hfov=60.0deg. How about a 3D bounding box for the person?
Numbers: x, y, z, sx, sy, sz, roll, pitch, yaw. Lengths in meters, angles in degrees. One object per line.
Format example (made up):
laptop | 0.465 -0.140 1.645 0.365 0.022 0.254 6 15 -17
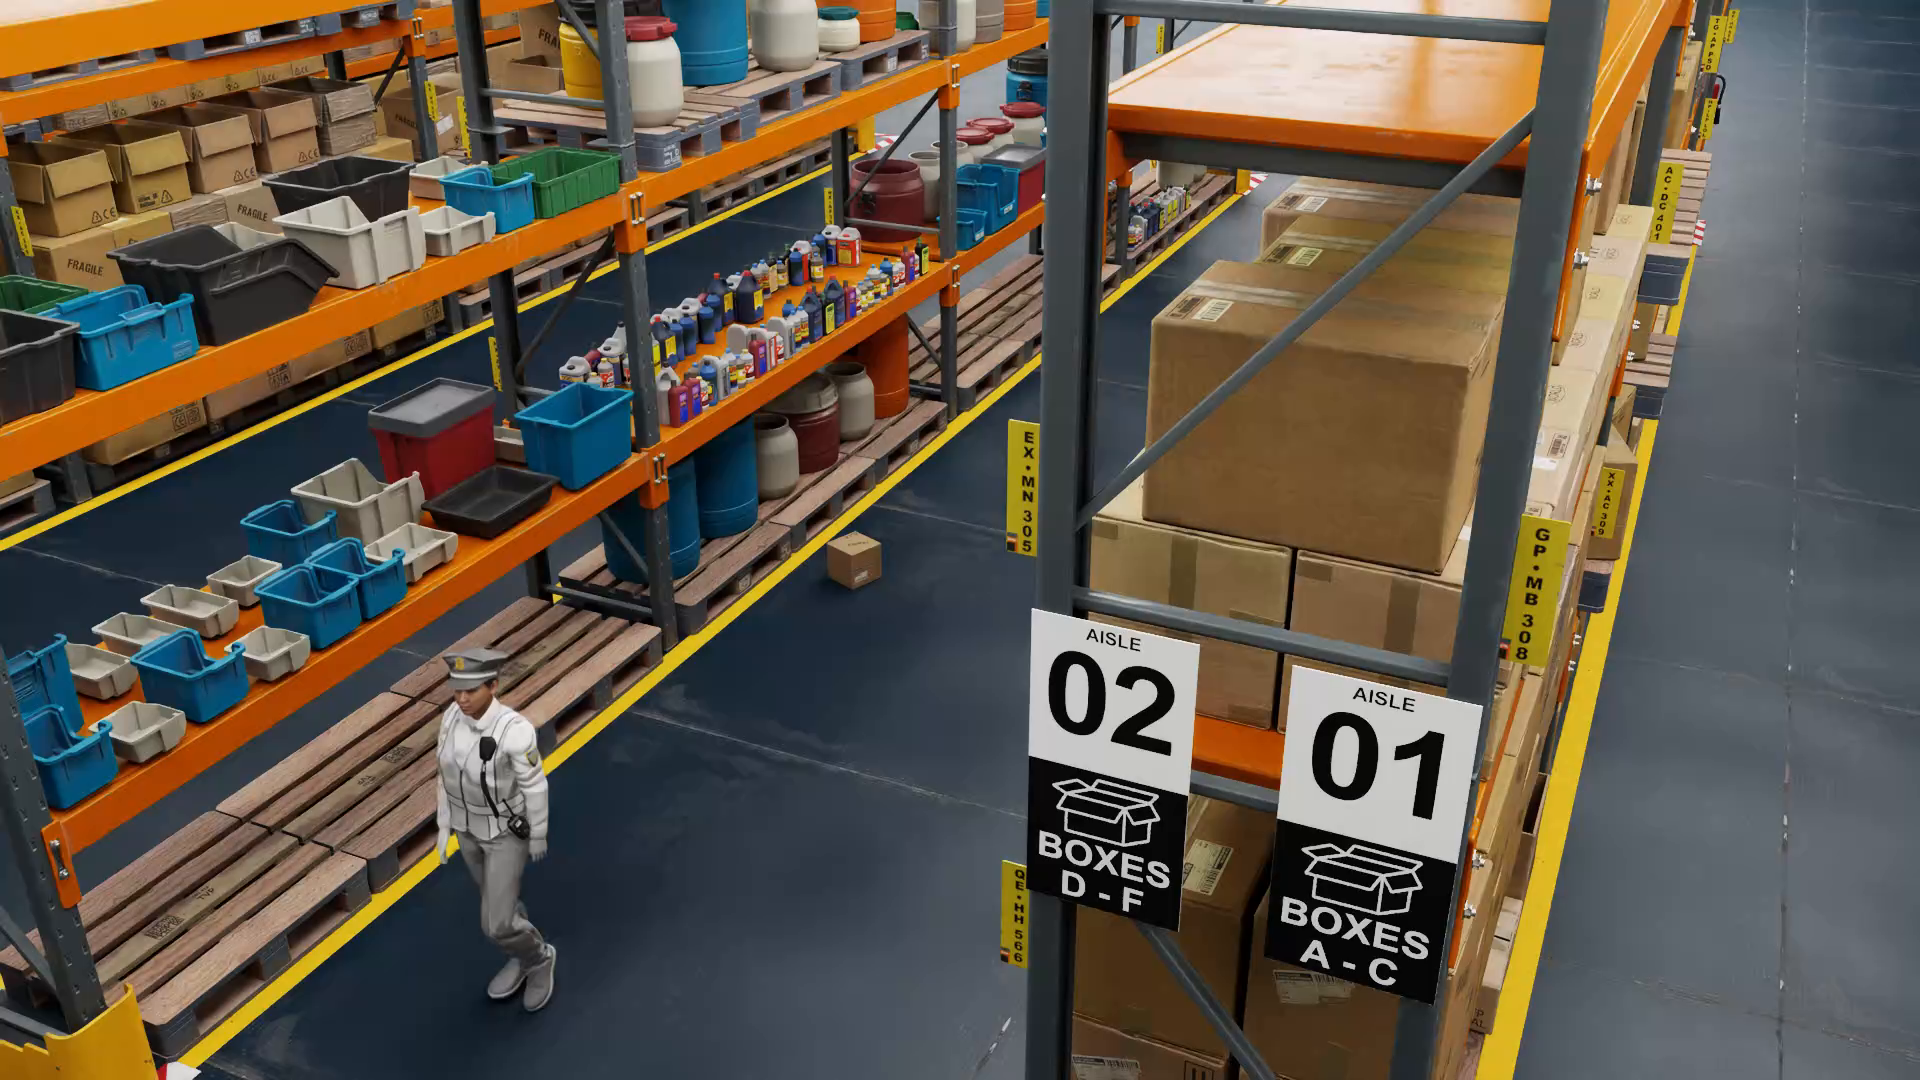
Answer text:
person | -1.956 1.217 6.888 0.482 1.706 0.438 14 30 26
